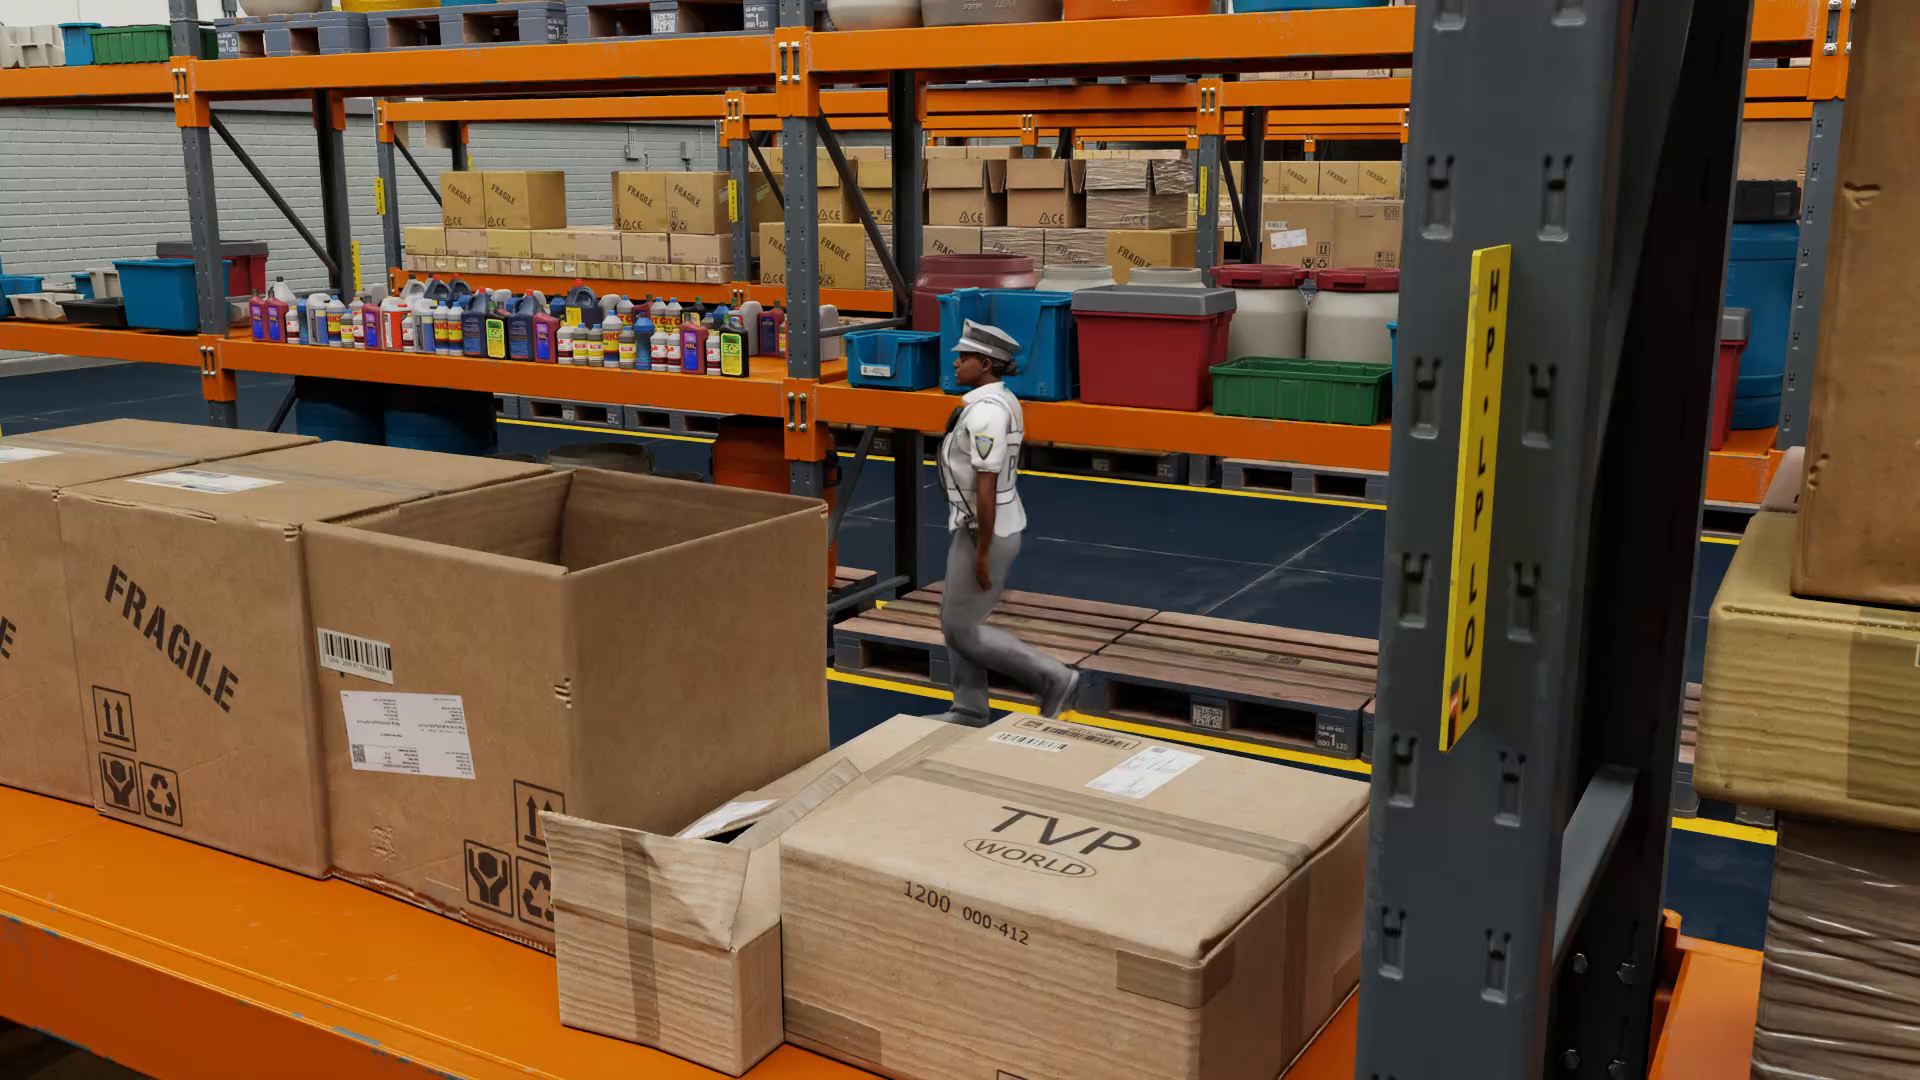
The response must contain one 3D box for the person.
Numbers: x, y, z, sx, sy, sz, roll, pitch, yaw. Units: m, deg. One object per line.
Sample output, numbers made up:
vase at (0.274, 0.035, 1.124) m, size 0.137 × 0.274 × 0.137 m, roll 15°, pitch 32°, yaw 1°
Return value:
person at (0.135, -0.023, 6.467) m, size 0.627 × 1.669 × 0.457 m, roll 1°, pitch 13°, yaw 5°
